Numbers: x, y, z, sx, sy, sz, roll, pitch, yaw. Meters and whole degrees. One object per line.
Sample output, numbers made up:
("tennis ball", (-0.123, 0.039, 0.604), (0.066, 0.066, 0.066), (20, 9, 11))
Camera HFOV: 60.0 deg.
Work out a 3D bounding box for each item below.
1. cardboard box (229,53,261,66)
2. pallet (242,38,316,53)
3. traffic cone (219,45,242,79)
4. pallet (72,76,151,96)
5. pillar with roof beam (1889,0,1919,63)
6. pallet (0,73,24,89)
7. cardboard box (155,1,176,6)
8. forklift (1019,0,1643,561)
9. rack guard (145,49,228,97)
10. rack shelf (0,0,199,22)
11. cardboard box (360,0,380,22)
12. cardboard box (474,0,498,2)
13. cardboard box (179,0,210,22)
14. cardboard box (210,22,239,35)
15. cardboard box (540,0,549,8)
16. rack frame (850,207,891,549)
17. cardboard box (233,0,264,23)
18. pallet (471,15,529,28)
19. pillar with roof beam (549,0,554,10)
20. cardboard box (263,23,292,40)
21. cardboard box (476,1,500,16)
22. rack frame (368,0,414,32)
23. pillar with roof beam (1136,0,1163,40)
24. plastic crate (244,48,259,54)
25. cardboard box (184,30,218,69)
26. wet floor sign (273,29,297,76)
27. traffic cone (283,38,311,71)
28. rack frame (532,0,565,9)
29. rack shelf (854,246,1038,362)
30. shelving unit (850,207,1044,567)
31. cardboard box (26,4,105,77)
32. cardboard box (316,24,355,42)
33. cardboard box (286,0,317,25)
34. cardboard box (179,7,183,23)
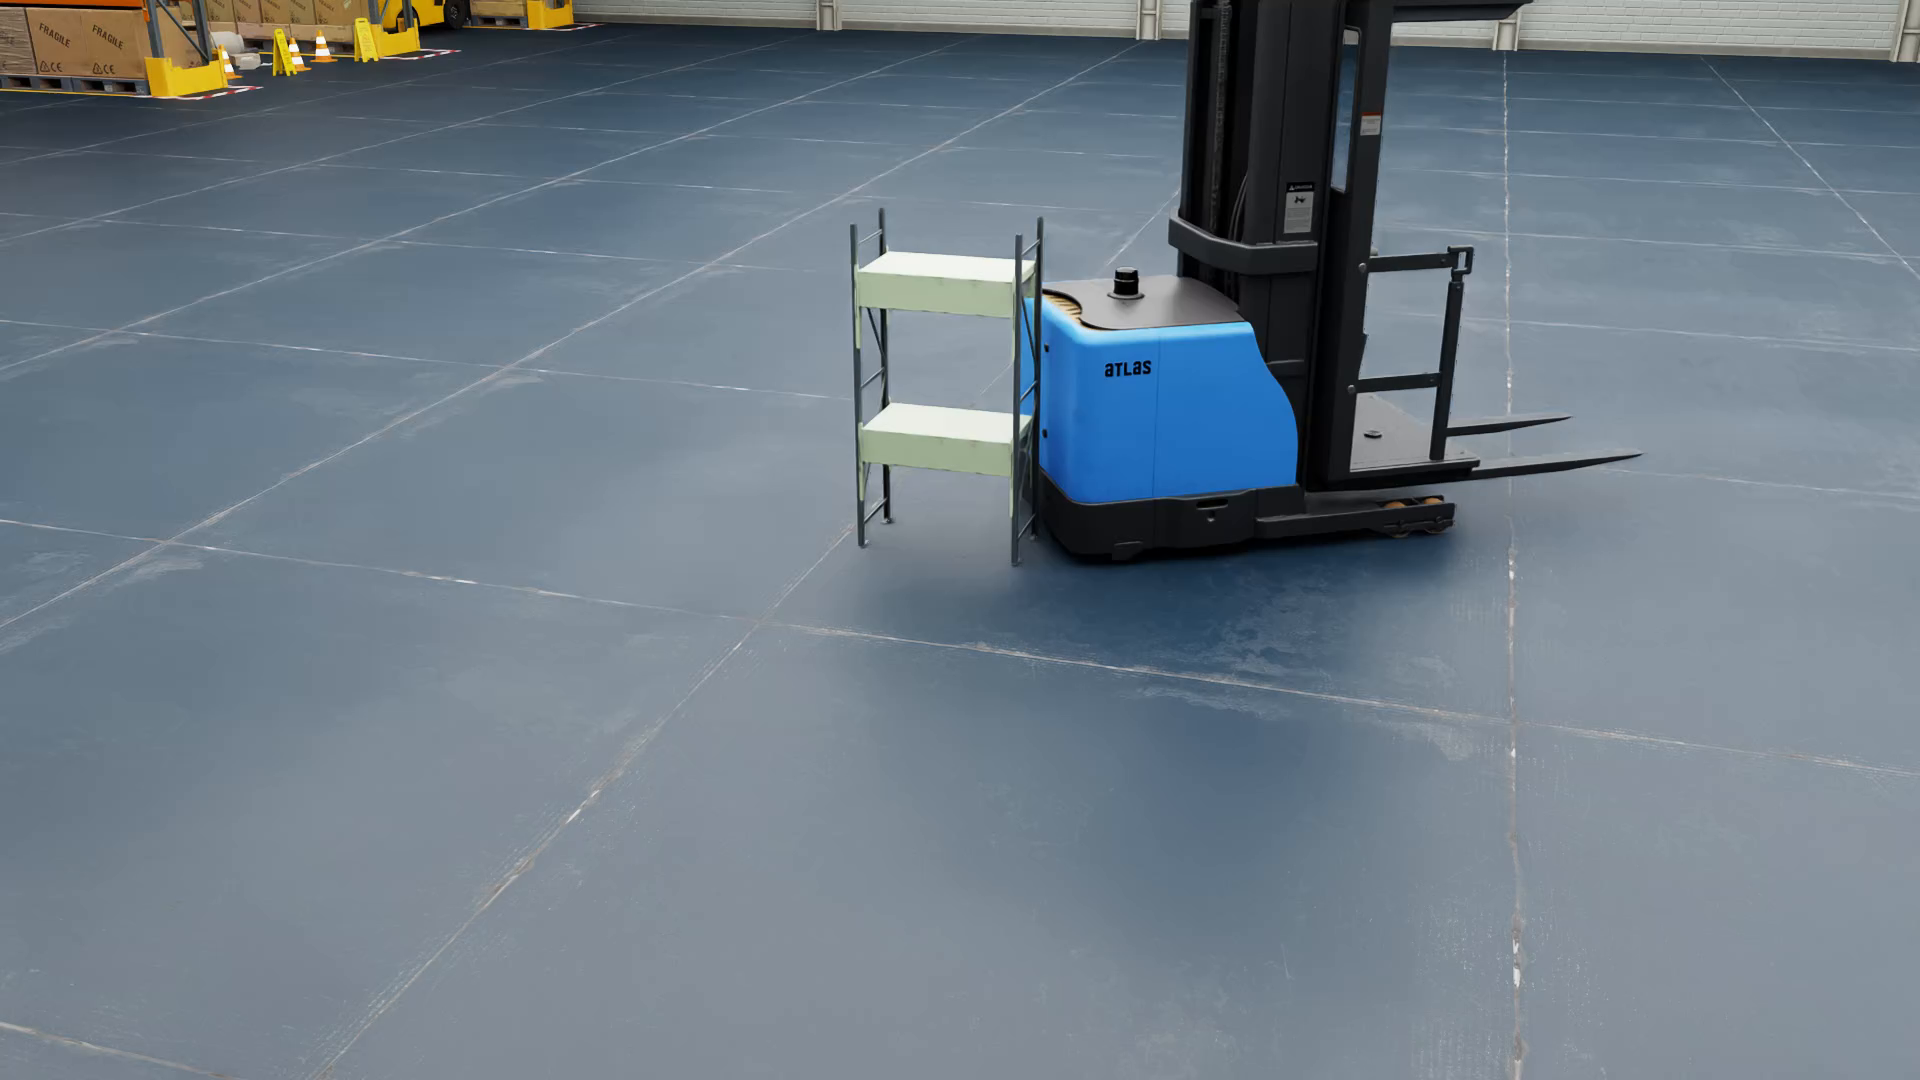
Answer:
("cardboard box", (-11.028, -7.411, 25.641), (0.380, 0.149, 0.250), (-20, 29, -39))
("pallet", (-11.195, -8.275, 27.665), (1.213, 0.211, 1.003), (7, 23, 16))
("traffic cone", (-10.622, -6.911, 24.009), (0.334, 0.463, 0.336), (7, 23, 16))
("pallet", (-11.312, -6.280, 22.801), (1.213, 0.211, 1.003), (7, 23, 15))
("pillar with roof beam", (13.567, -10.108, 20.556), (0.400, 9.000, 9.100), (7, 23, 16))
("pallet", (-13.648, -6.547, 23.453), (1.213, 0.211, 1.003), (7, 23, 15))
("cardboard box", (-15.886, -11.007, 33.392), (0.500, 0.500, 0.500), (7, 23, 17))
("forklift", (1.834, -1.553, 7.694), (3.031, 2.935, 1.130), (-6, 23, -14))
("rack guard", (-10.500, -6.352, 22.596), (0.348, 0.500, 1.175), (7, 23, 16))
("rack shelf", (-12.438, -7.397, 22.799), (4.000, 0.370, 1.077), (7, 23, 16))
("cardboard box", (-9.906, -8.781, 27.305), (0.500, 0.500, 0.500), (6, 23, 14))
("cardboard box", (-8.793, -10.276, 31.281), (0.500, 0.250, 0.500), (6, 23, 15))
("cardboard box", (-12.533, -8.865, 27.511), (0.500, 0.500, 0.500), (8, 24, 18))
("cardboard box", (-12.019, -8.464, 27.521), (0.500, 0.250, 0.500), (8, 24, 19))
("cardboard box", (-8.174, -10.171, 31.683), (0.500, 0.250, 0.500), (7, 23, 16))
("rack frame", (-0.402, -0.727, 7.567), (0.023, 1.500, 0.400), (7, 23, 16))
("cardboard box", (-11.521, -8.753, 27.238), (0.500, 0.500, 0.500), (8, 24, 18))
("pallet", (-8.504, -9.903, 31.633), (1.213, 0.211, 1.003), (7, 23, 16))
("pillar with roof beam", (-9.410, -12.739, 26.970), (0.400, 9.000, 9.100), (7, 23, 16))
("cardboard box", (-11.038, -8.348, 27.239), (0.500, 0.250, 0.500), (6, 23, 14))
("cardboard box", (-8.775, -10.041, 31.366), (0.500, 0.250, 0.500), (7, 23, 15))
("rack frame", (-9.190, -9.320, 26.539), (0.127, 3.000, 1.000), (7, 23, 16))
("pillar with roof beam", (2.079, -11.424, 23.763), (0.400, 9.000, 9.100), (7, 23, 16))
("plastic crate", (-11.754, -7.938, 27.016), (0.583, 0.080, 0.402), (-1, 22, -3))
("cardboard box", (-11.603, -7.438, 25.240), (0.637, 0.503, 0.797), (-9, 24, -21))
("wet floor sign", (-9.924, -7.138, 24.321), (0.232, 0.644, 0.267), (3, 22, 6))
("traffic cone", (-9.970, -7.284, 24.919), (0.334, 0.463, 0.336), (7, 23, 16))
("rack frame", (-7.760, -11.124, 30.937), (0.127, 3.000, 1.000), (7, 23, 16))
("rack shelf", (-0.052, -1.048, 7.321), (0.720, 0.370, 0.431), (7, 23, 16))
("shelving unit", (-0.052, -0.687, 7.469), (0.755, 1.500, 0.431), (7, 23, 16))
("cardboard box", (-12.035, -6.868, 22.807), (0.875, 0.875, 0.875), (6, 23, 15))
("cardboard box", (-10.065, -8.236, 26.965), (0.500, 0.250, 0.500), (6, 23, 15))
("cardboard box", (-10.533, -8.638, 26.959), (0.500, 0.500, 0.500), (7, 23, 17))
("cardboard box", (-13.523, -8.794, 28.165), (0.625, 0.372, 0.950), (7, 23, 16))
